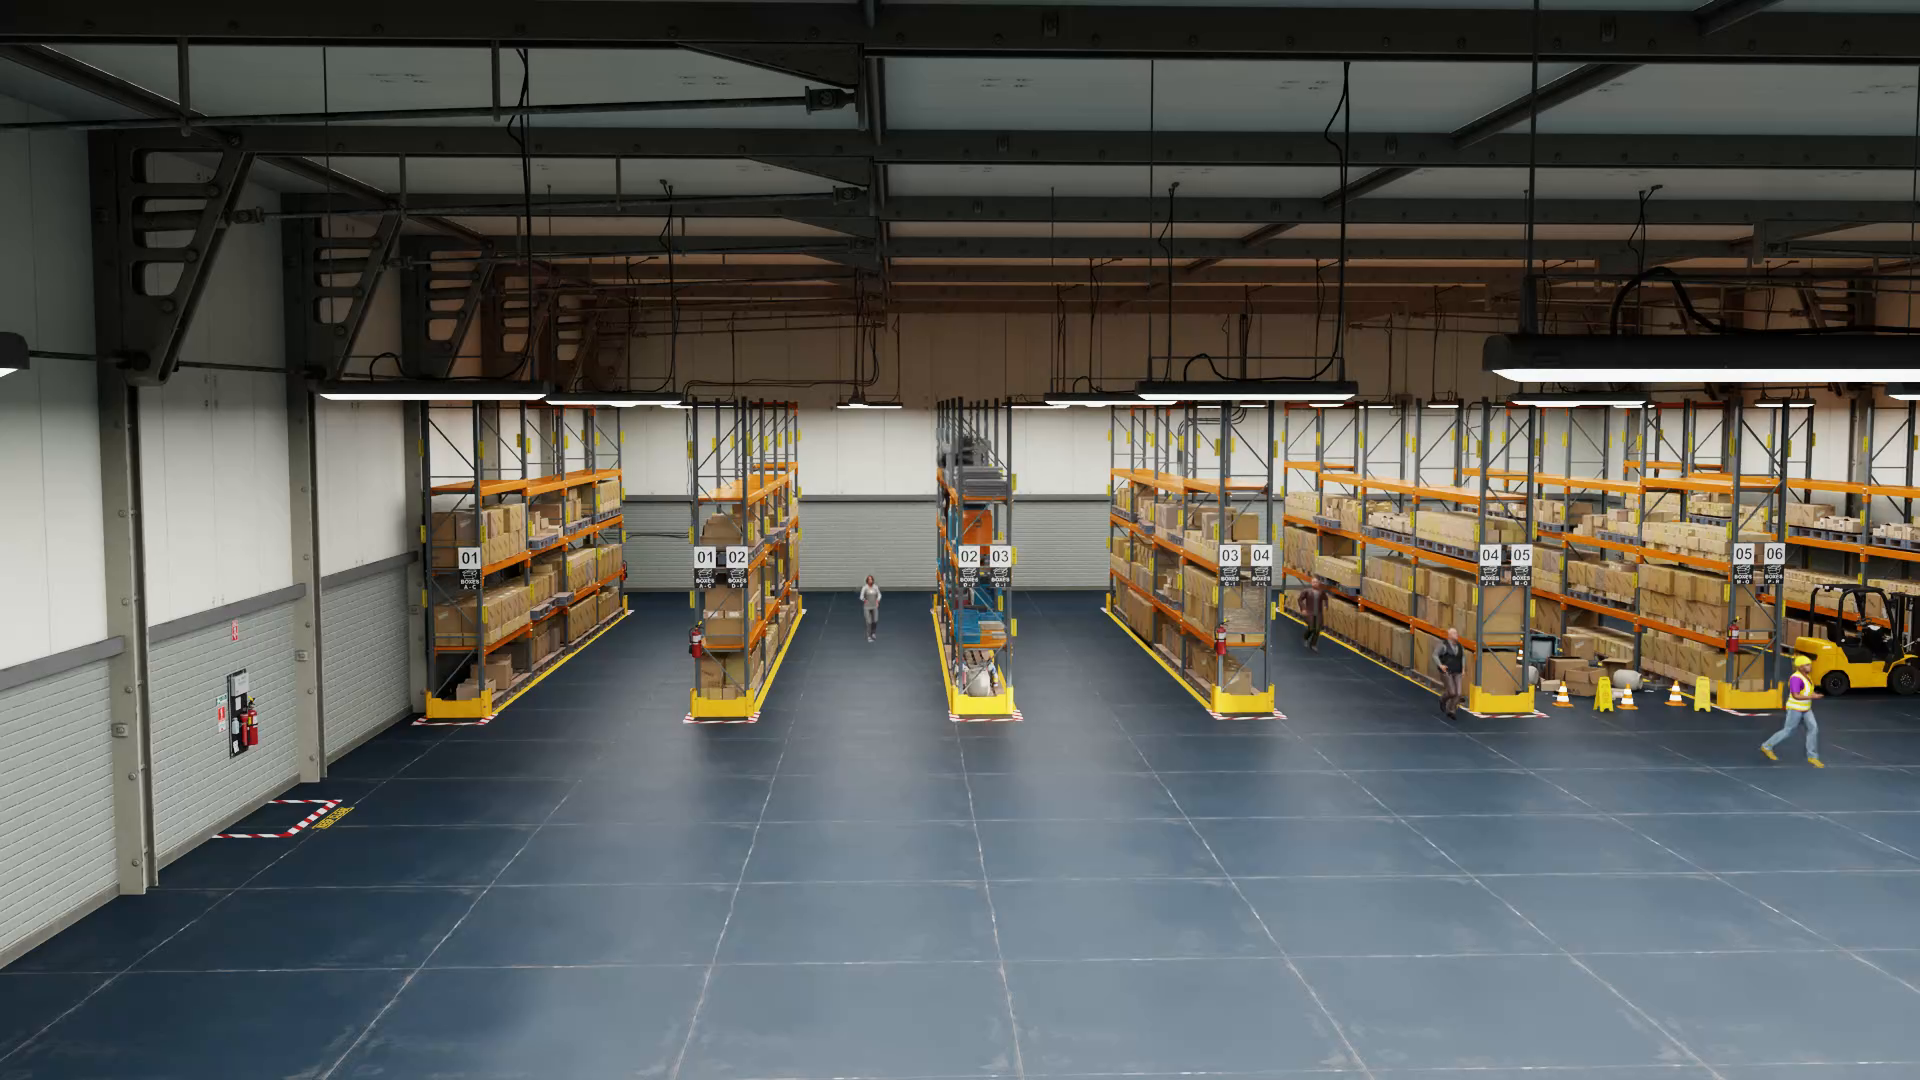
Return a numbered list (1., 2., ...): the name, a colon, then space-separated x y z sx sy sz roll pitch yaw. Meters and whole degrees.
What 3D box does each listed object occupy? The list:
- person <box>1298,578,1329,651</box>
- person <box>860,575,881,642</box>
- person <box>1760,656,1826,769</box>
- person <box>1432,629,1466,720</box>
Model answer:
1. person: 8.490 1.779 39.849 0.727 1.747 0.633 0 4 -5
2. person: -2.091 1.626 39.208 0.518 1.581 0.550 -1 5 -12
3. person: 13.524 2.761 26.904 0.710 1.803 0.943 -4 6 -43
4. person: 9.175 2.496 31.061 0.691 1.691 0.537 -1 5 -13
